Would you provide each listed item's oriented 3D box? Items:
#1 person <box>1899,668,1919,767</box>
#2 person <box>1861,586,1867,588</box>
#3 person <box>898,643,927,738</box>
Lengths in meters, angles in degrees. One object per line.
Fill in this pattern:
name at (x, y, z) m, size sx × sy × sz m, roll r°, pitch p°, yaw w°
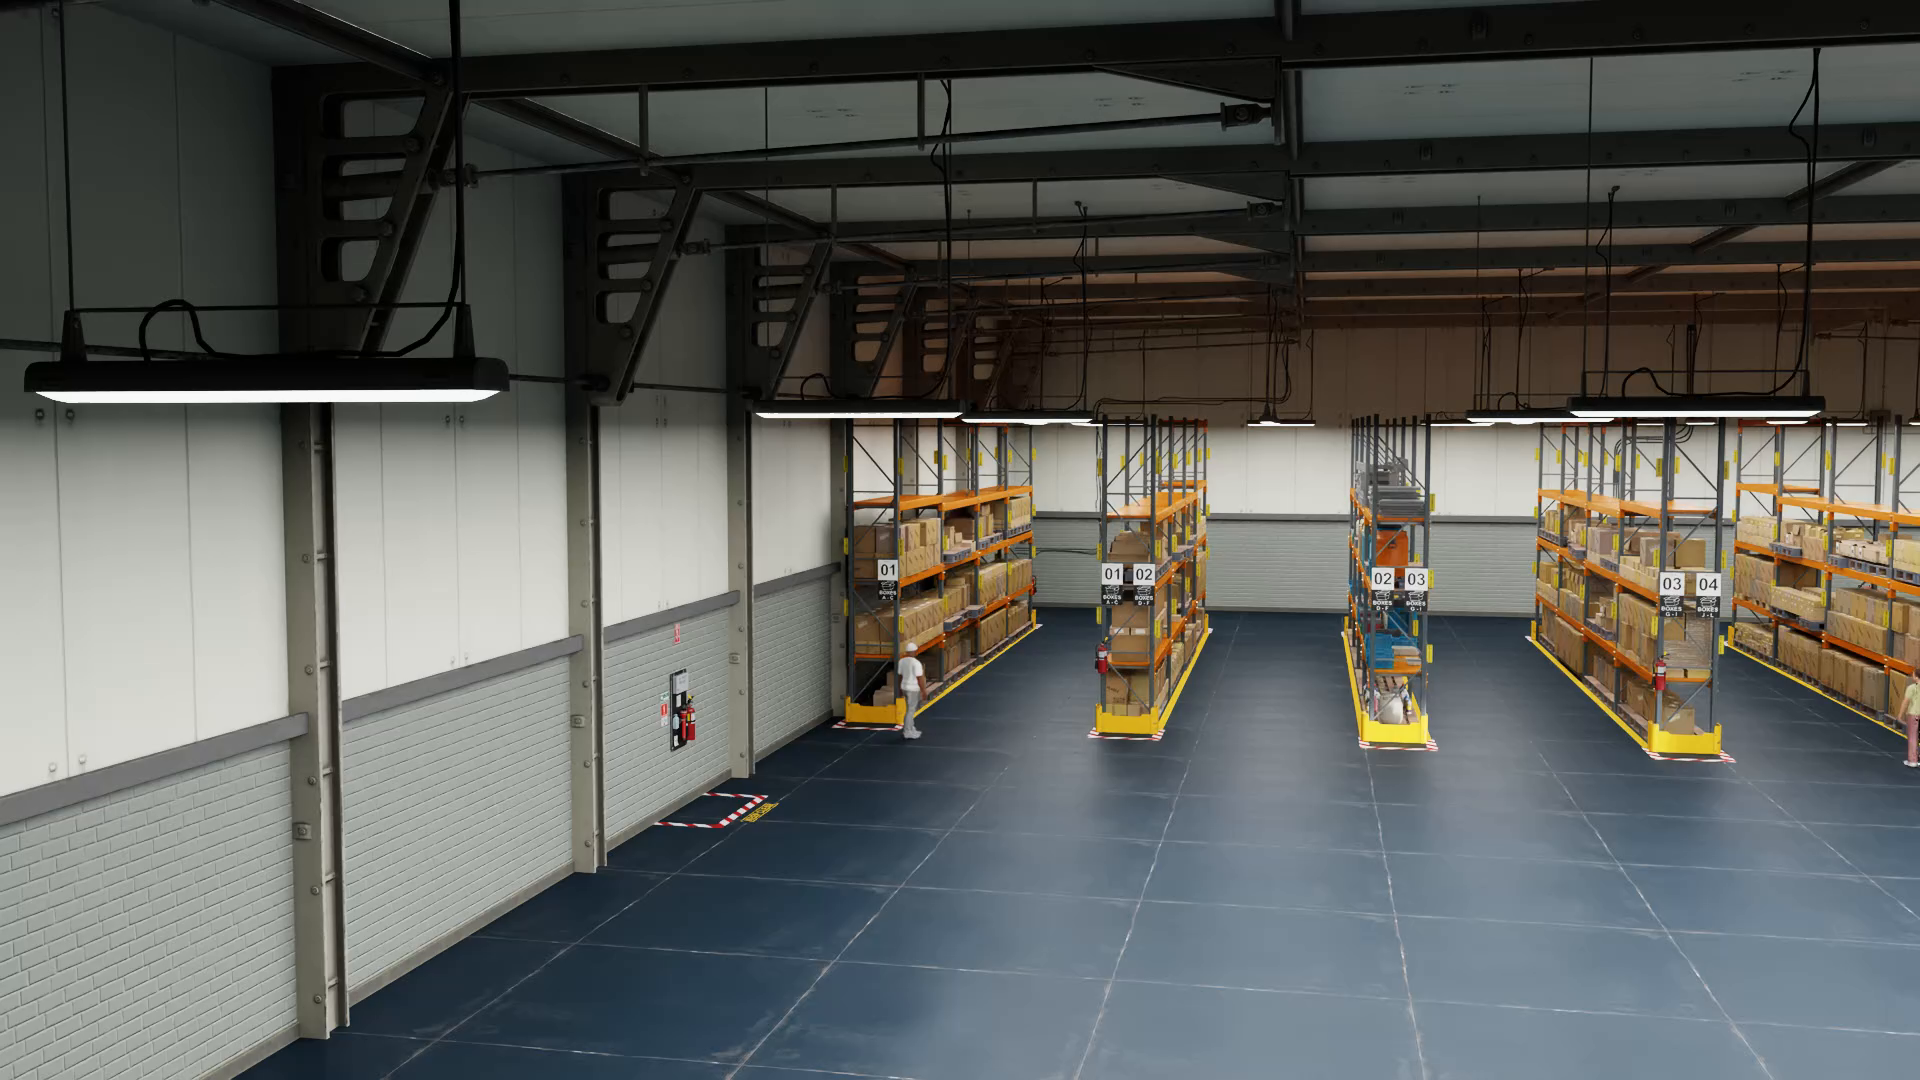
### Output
person at (16.246, 3.028, 28.157) m, size 0.598 × 1.720 × 0.485 m, roll 2°, pitch 4°, yaw 26°
person at (22.661, 2.055, 41.821) m, size 0.448 × 1.804 × 0.583 m, roll 3°, pitch 5°, yaw 41°
person at (-0.835, 2.790, 30.890) m, size 0.530 × 1.770 × 0.639 m, roll -2°, pitch 4°, yaw -28°
